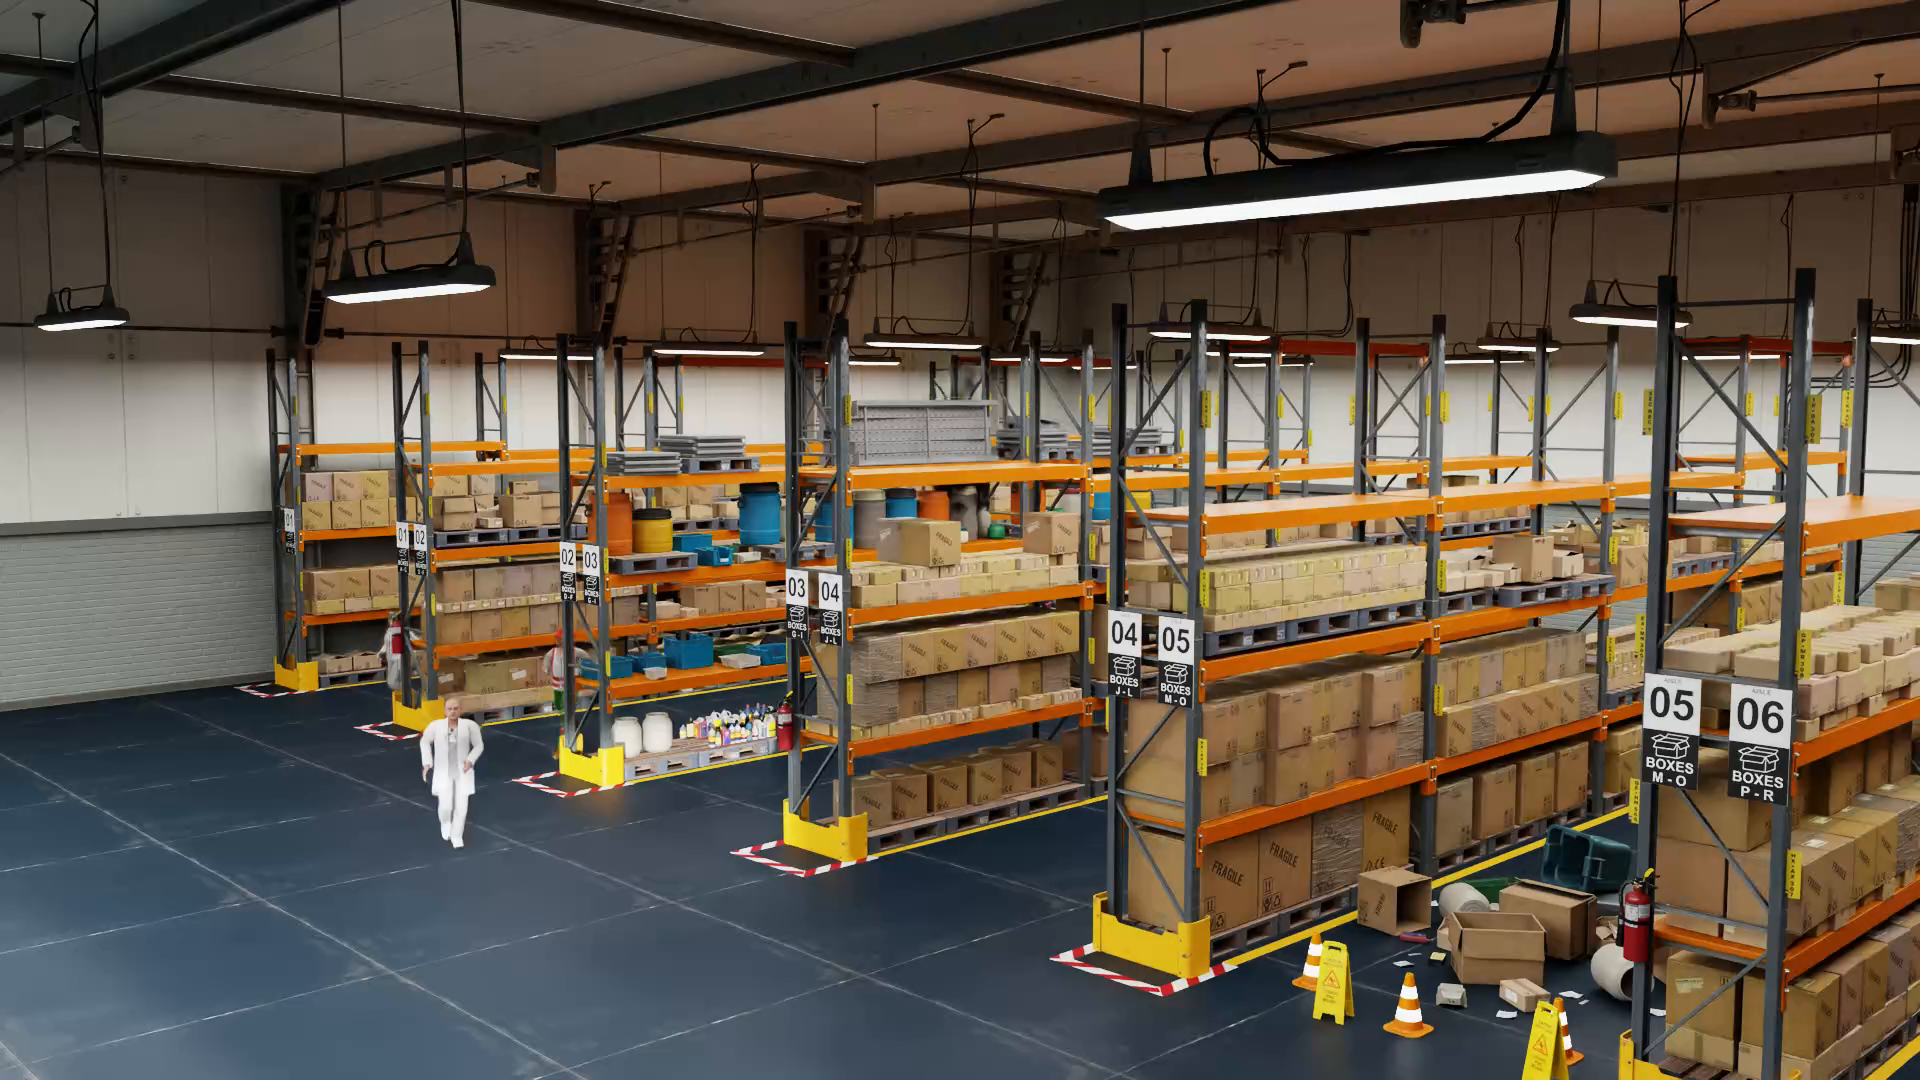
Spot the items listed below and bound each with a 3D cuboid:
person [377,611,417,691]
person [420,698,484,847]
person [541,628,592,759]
[{"bbox_3d":[-9.237,1.978,27.212,0.638,1.654,0.571,3,6,34],"label":"person"},{"bbox_3d":[-5.774,2.664,18.931,0.697,1.729,0.665,-2,5,-17],"label":"person"},{"bbox_3d":[-5.683,2.174,24.007,0.652,1.824,0.904,1,5,16],"label":"person"}]
